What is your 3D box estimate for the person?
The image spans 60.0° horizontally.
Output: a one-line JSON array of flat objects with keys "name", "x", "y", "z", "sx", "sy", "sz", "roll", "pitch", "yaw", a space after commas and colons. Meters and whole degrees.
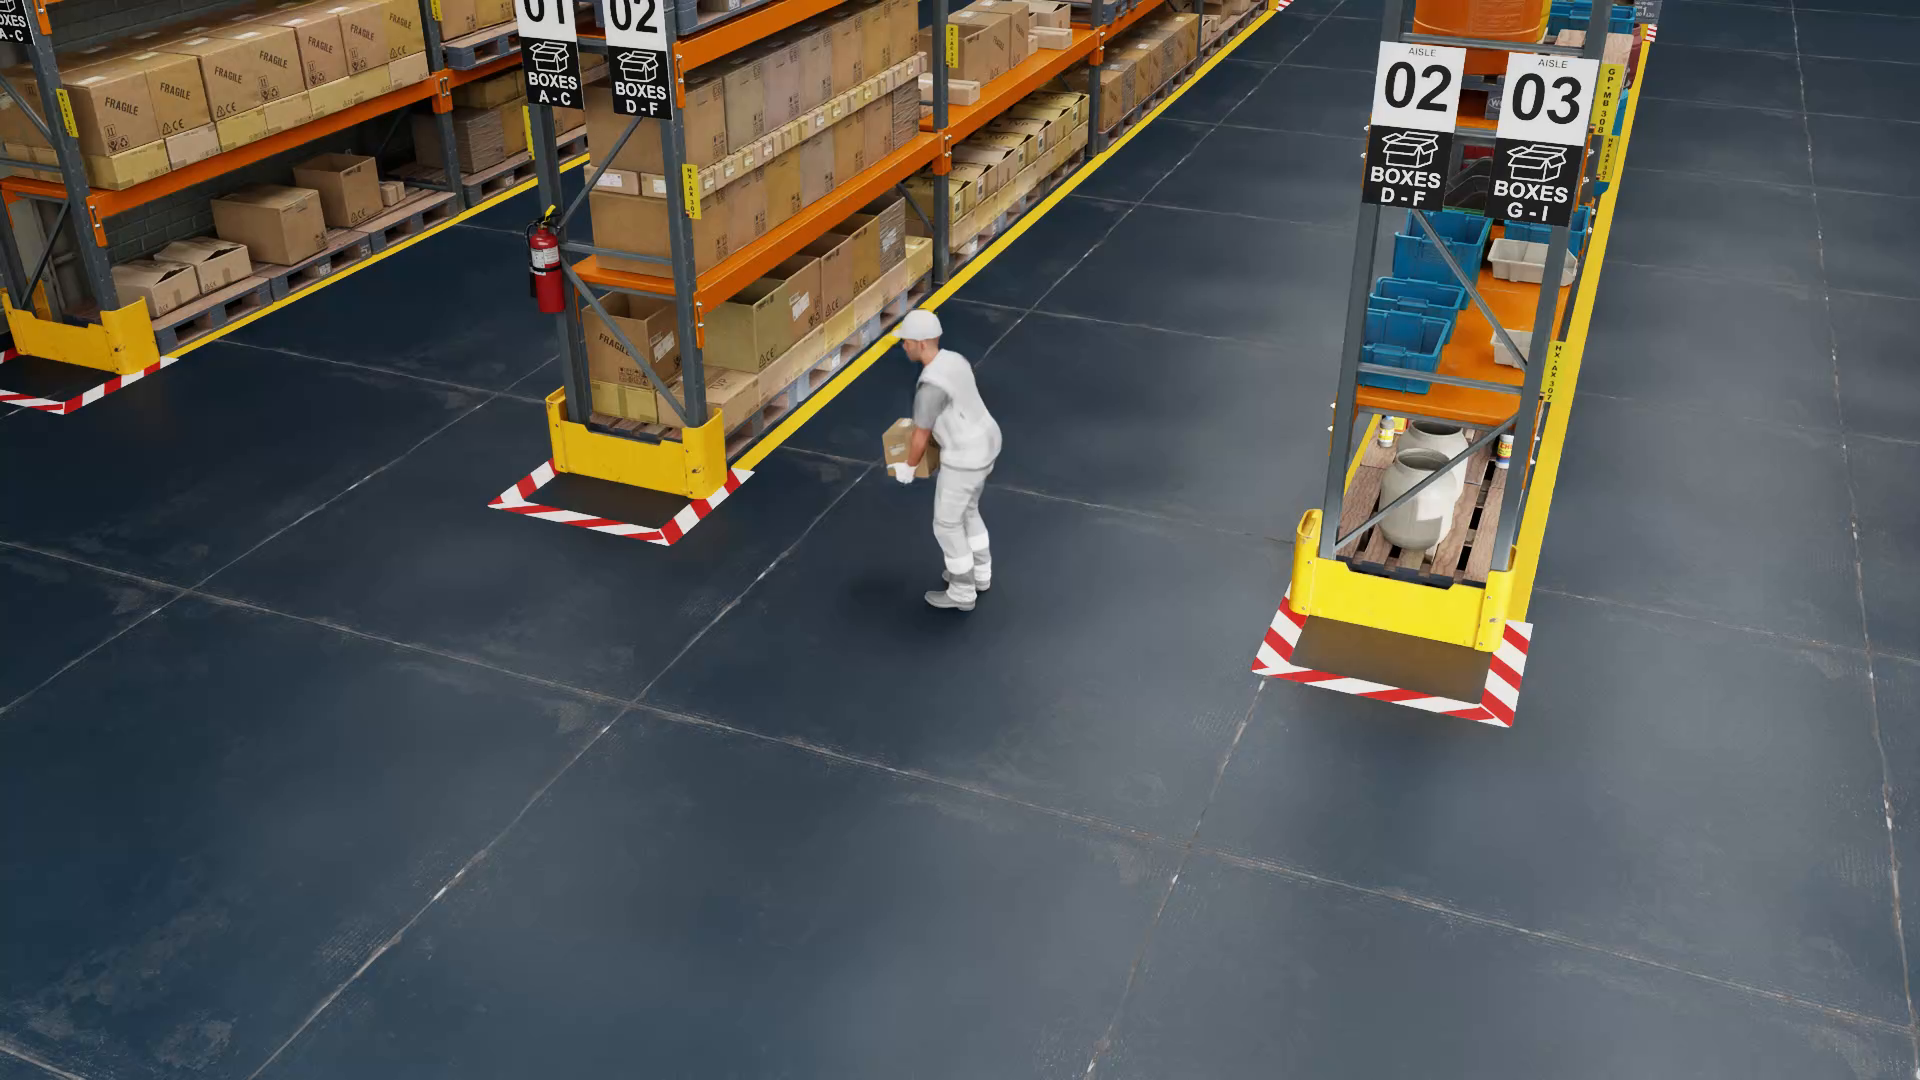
[{"name": "person", "x": -0.084, "y": -0.448, "z": 9.236, "sx": 0.604, "sy": 1.724, "sz": 0.486, "roll": 11, "pitch": 31, "yaw": 18}]
